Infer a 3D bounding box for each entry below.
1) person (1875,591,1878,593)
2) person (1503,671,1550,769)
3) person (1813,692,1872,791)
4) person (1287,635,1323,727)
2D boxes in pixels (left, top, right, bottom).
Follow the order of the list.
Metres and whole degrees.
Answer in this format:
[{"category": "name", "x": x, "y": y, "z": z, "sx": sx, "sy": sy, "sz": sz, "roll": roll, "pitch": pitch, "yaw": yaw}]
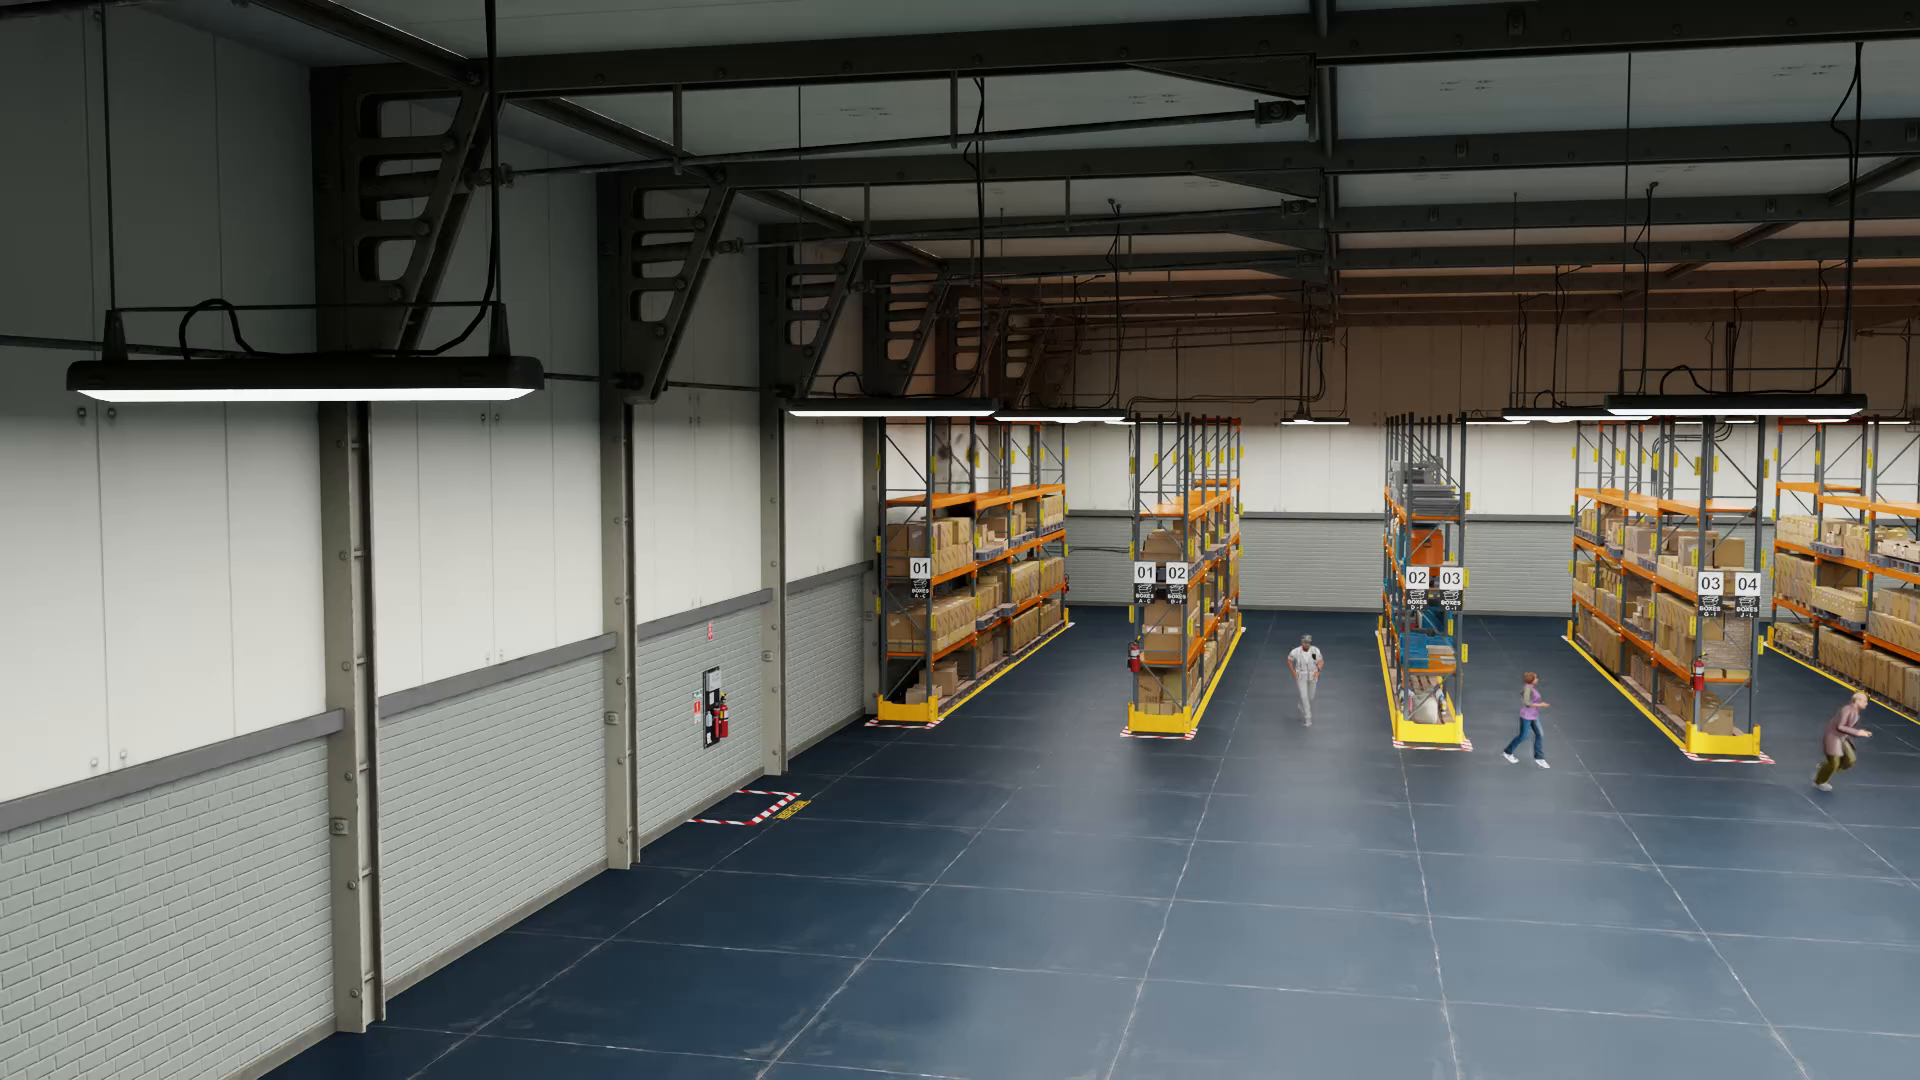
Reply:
[{"category": "person", "x": 23.149, "y": 2.087, "z": 41.960, "sx": 0.610, "sy": 1.617, "sz": 0.564, "roll": 1, "pitch": 4, "yaw": 9}, {"category": "person", "x": 9.541, "y": 3.024, "z": 27.996, "sx": 0.754, "sy": 1.615, "sz": 0.531, "roll": 3, "pitch": 5, "yaw": 37}, {"category": "person", "x": 13.882, "y": 3.156, "z": 26.101, "sx": 0.738, "sy": 1.606, "sz": 0.905, "roll": -3, "pitch": 5, "yaw": -38}, {"category": "person", "x": 6.698, "y": 2.693, "z": 32.299, "sx": 0.663, "sy": 1.777, "sz": 1.036, "roll": 0, "pitch": 4, "yaw": -1}]
